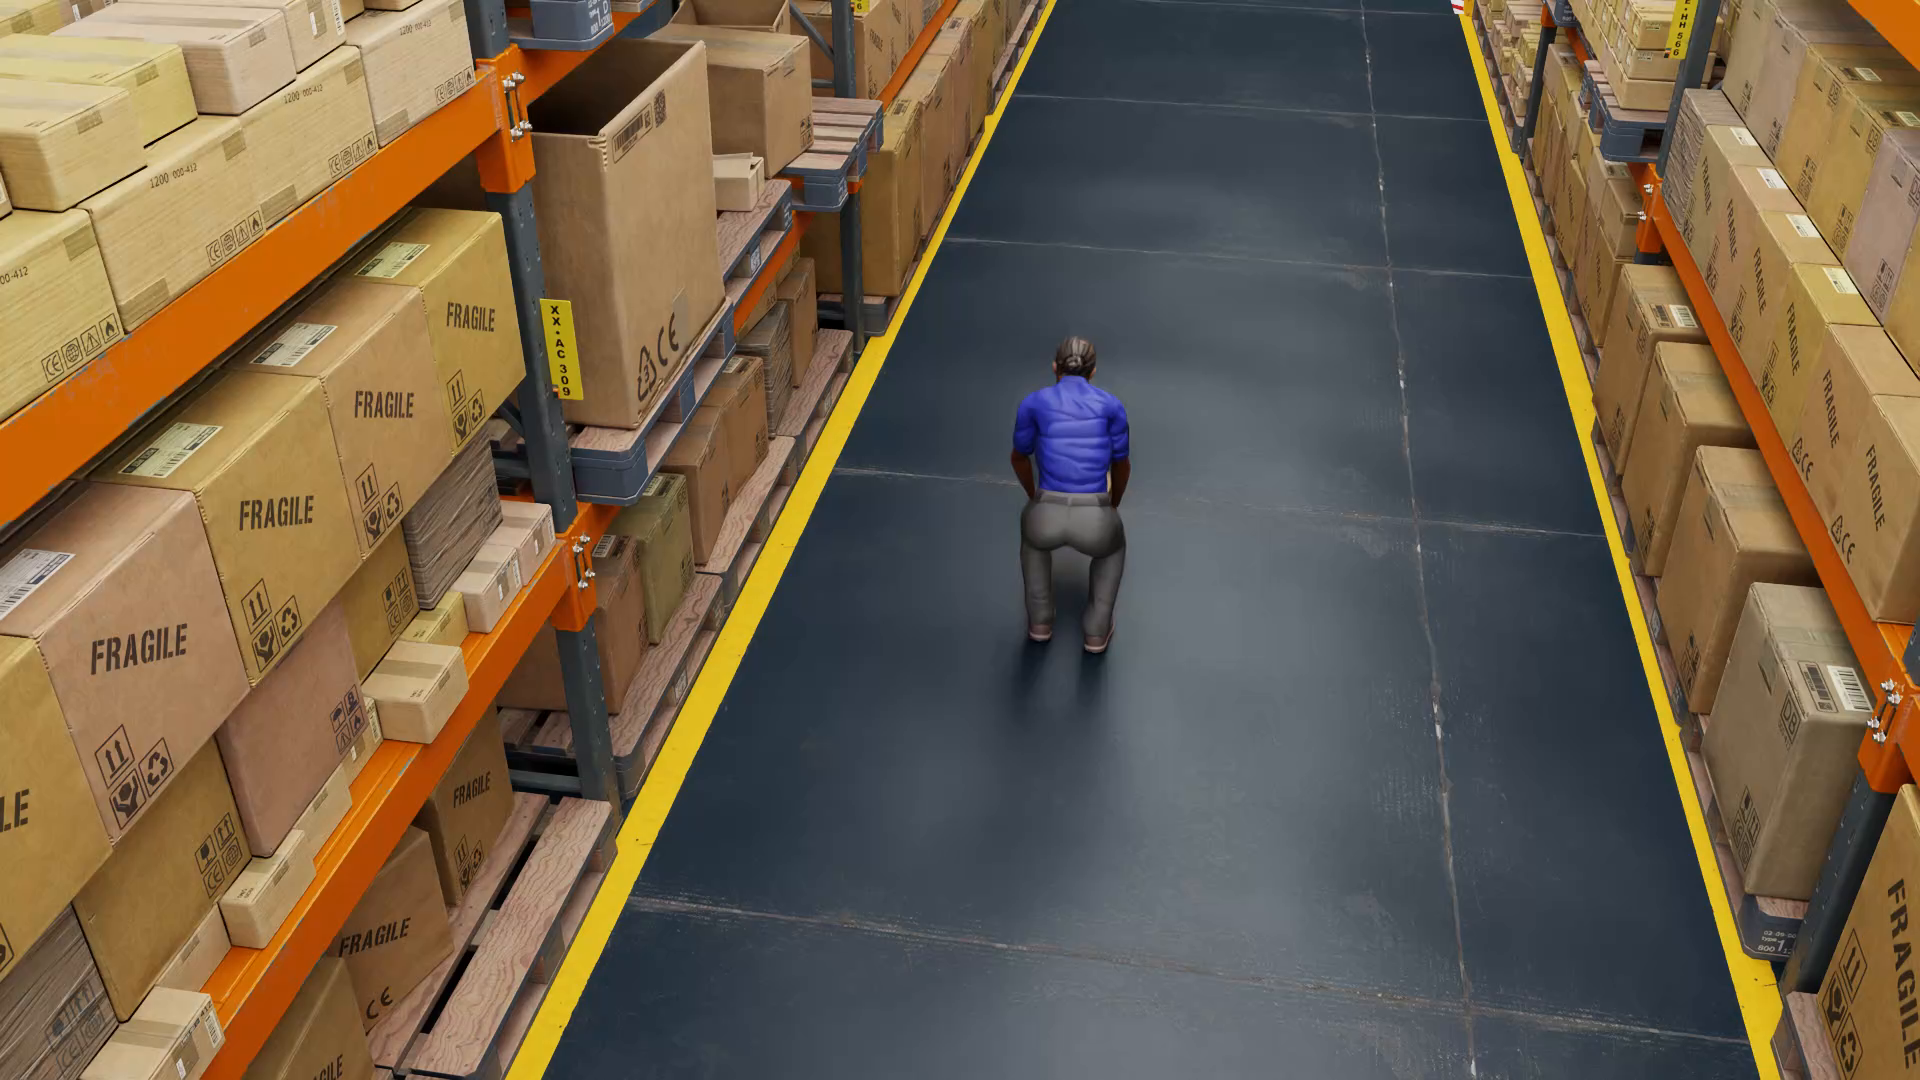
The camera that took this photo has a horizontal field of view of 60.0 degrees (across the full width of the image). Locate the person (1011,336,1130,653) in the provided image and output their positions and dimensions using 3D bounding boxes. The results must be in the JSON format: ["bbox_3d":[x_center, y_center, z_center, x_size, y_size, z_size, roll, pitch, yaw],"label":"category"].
[{"bbox_3d":[0.435,-0.155,6.797,0.501,1.223,0.706,5,33,8],"label":"person"}]
